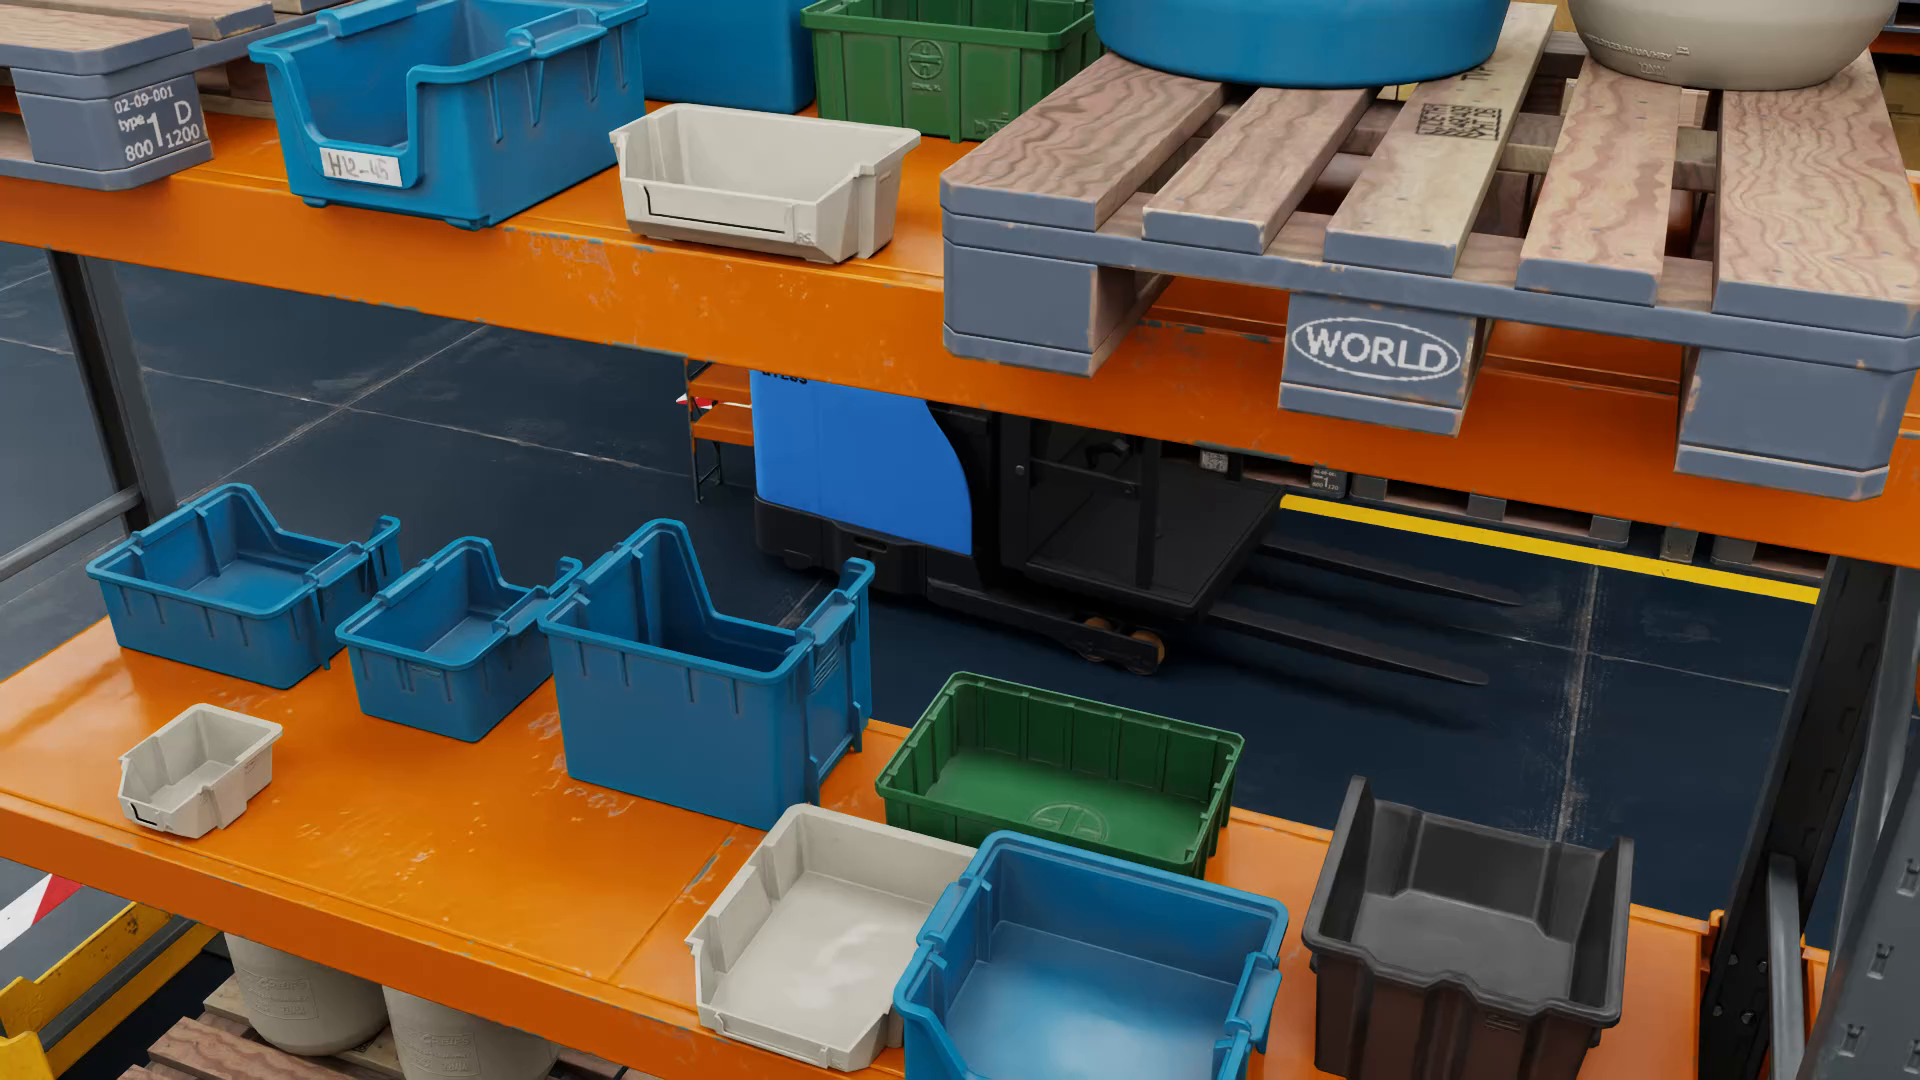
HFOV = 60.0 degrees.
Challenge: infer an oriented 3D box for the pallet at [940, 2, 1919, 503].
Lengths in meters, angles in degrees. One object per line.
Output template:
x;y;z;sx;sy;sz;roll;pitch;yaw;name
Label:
0.659;-0.491;2.213;1.003;0.211;1.213;11;31;19;pallet

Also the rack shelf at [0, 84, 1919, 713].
-0.489;-0.541;2.841;4.000;0.370;1.077;11;31;19;rack shelf

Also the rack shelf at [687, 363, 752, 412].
-0.923;-0.647;7.311;0.480;0.148;0.258;10;31;17;rack shelf

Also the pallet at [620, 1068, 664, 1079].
-0.377;1.668;4.085;1.213;0.211;1.003;11;31;19;pallet

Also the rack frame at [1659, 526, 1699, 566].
3.230;-1.436;6.742;0.127;3.000;1.000;11;31;19;rack frame

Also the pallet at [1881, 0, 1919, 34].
5.742;-3.404;10.419;1.213;0.211;1.003;11;31;19;pallet

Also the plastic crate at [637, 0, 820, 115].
-0.462;-1.002;2.941;0.575;0.384;0.392;11;31;19;plastic crate

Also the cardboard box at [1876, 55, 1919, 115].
6.187;-2.917;10.693;0.500;0.250;0.500;11;31;18;cardboard box

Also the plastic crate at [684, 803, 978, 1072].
-0.236;0.752;3.140;0.437;0.136;0.530;11;31;19;plastic crate

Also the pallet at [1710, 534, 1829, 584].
3.927;-0.104;7.219;1.213;0.211;1.003;11;31;19;pallet

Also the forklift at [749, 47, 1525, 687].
0.683;-1.061;6.149;3.031;2.935;1.130;15;33;24;forklift

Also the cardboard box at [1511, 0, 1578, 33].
2.348;-2.216;6.703;0.500;0.500;0.700;11;31;19;cardboard box

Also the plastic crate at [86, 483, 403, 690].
-1.766;0.103;4.171;0.616;0.251;0.499;11;31;19;plastic crate

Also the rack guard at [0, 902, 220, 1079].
-2.254;1.163;4.685;0.348;0.500;1.175;11;31;19;rack guard

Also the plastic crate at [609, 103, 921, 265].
-0.275;-0.482;2.274;0.396;0.136;0.243;11;31;19;plastic crate

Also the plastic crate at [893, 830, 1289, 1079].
0.236;0.806;2.928;0.616;0.251;0.499;11;31;19;plastic crate

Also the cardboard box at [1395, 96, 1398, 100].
1.862;-1.748;7.193;0.500;0.500;0.700;12;32;20;cardboard box

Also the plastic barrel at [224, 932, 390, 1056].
-1.704;1.069;4.412;0.421;0.512;0.421;0;29;0;plastic barrel

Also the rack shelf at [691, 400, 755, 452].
-0.923;-0.474;7.409;0.480;0.148;0.258;10;31;17;rack shelf

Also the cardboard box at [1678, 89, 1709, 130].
2.897;-1.715;6.474;0.250;0.149;0.380;11;31;19;cardboard box

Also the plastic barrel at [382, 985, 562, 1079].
-1.239;1.162;4.248;0.421;0.512;0.421;0;29;0;plastic barrel

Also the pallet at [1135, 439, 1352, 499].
1.374;-0.613;8.120;1.213;0.211;1.003;11;31;19;pallet

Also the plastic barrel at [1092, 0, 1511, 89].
0.482;-1.118;2.195;0.708;0.901;0.600;11;31;19;plastic barrel

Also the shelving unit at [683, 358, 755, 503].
-0.923;-0.705;7.278;0.503;1.200;0.258;10;31;17;shelving unit

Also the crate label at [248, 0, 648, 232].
-0.732;-0.662;2.476;0.408;0.251;0.502;11;31;19;crate label

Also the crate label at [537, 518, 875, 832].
-0.535;0.284;3.664;0.616;0.435;0.502;11;31;19;crate label

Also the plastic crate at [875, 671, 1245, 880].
0.212;0.534;3.472;0.662;0.188;0.450;11;31;19;plastic crate

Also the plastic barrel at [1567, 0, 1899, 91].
1.039;-0.885;2.178;0.421;0.512;0.421;0;29;0;plastic barrel

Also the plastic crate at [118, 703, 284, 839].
-1.634;0.509;3.569;0.250;0.136;0.298;11;31;19;plastic crate

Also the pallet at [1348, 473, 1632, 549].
2.509;-0.388;7.722;1.213;0.211;1.003;11;31;19;pallet

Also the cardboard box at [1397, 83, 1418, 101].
1.955;-1.904;6.809;0.250;0.149;0.380;11;31;19;cardboard box

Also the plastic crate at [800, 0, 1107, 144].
0.004;-0.808;2.798;0.450;0.188;0.336;11;31;19;plastic crate

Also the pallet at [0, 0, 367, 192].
-1.613;-0.944;3.016;1.213;0.211;1.003;11;31;19;pallet

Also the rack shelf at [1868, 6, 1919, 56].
6.942;-3.012;10.262;4.000;0.370;1.077;11;31;19;rack shelf

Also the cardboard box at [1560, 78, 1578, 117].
2.425;-1.809;6.640;0.250;0.149;0.380;10;31;18;cardboard box

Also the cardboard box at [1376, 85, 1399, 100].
1.721;-1.950;6.891;0.250;0.149;0.380;12;32;21;cardboard box

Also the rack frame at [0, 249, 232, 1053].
-2.342;0.082;4.057;0.127;3.000;1.000;11;31;19;rack frame

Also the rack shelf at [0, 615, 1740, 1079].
-0.489;0.765;3.579;4.000;0.370;1.077;11;31;19;rack shelf

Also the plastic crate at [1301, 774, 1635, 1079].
0.927;0.694;3.037;0.504;0.338;0.767;11;31;19;plastic crate

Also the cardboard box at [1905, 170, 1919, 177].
3.703;-1.300;6.653;0.500;0.250;0.500;13;32;22;cardboard box

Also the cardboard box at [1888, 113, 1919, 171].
6.275;-2.597;10.890;0.500;0.500;0.700;11;31;18;cardboard box

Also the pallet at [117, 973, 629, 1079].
-1.504;1.441;4.486;1.213;0.211;1.003;11;31;19;pallet

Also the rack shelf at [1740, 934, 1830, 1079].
3.217;1.505;2.270;4.000;0.370;1.077;11;31;19;rack shelf

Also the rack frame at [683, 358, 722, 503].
-1.153;-0.745;7.349;0.015;1.200;0.240;10;31;17;rack frame

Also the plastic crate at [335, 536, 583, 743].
-1.167;0.225;3.954;0.408;0.251;0.499;11;31;19;plastic crate

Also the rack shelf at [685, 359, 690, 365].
-0.923;-0.841;7.201;0.480;0.148;0.258;10;31;17;rack shelf
